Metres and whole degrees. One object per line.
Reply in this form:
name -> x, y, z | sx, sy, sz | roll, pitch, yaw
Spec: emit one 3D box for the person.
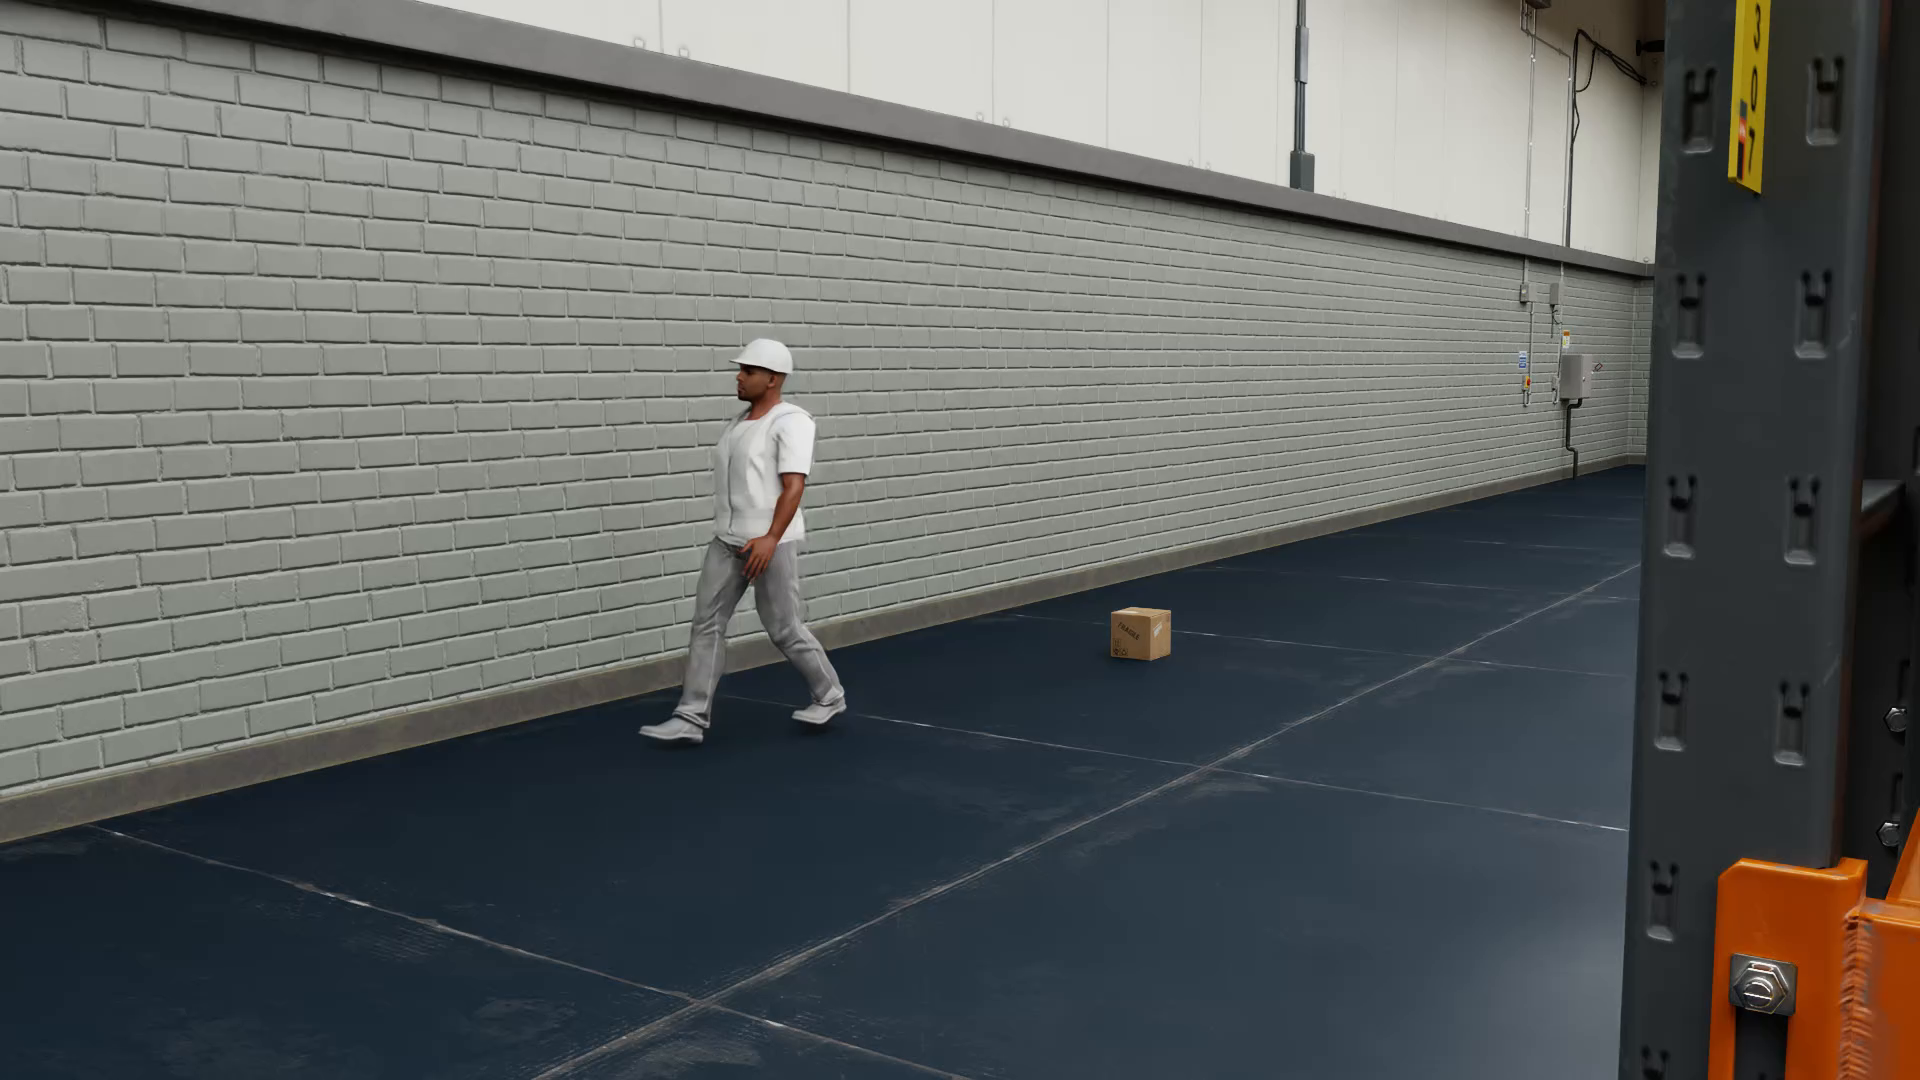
person -> -0.922, 0.005, 7.152 | 0.569, 1.732, 0.937 | 6, 8, 42
